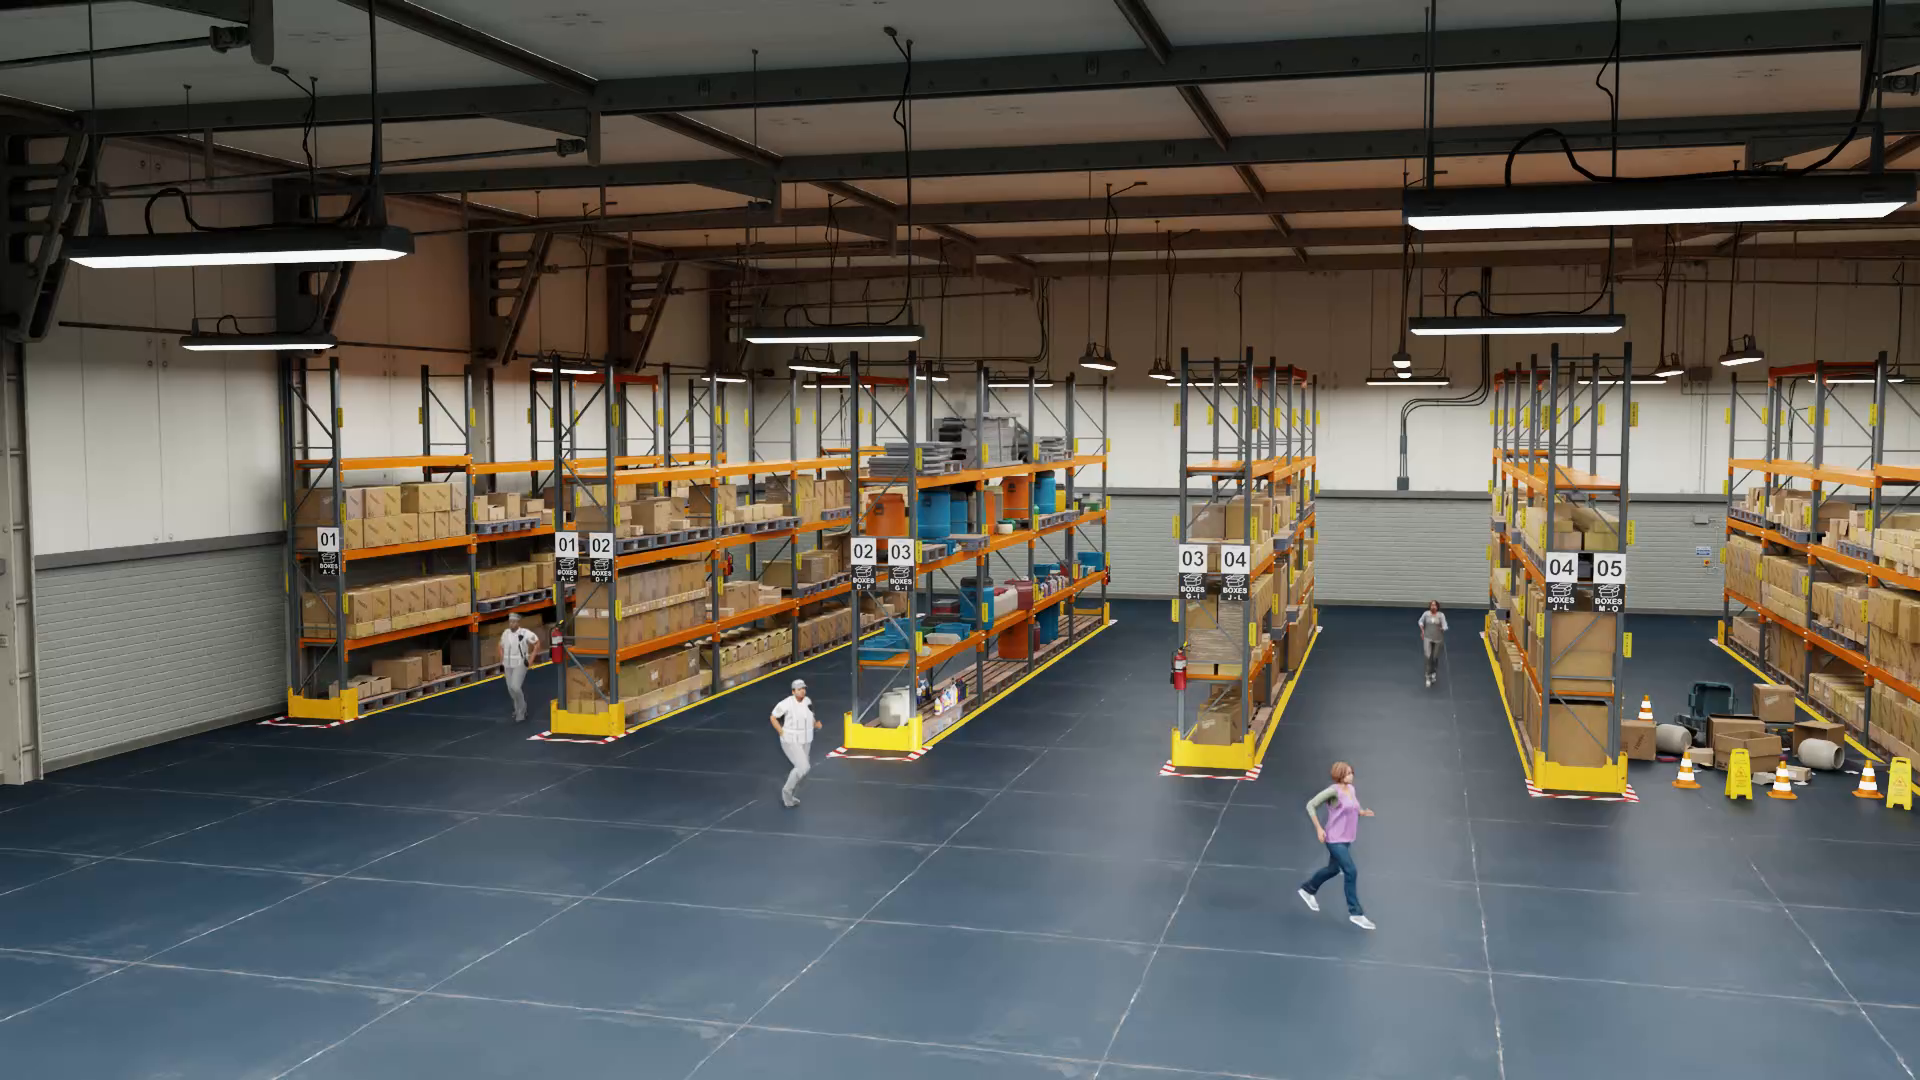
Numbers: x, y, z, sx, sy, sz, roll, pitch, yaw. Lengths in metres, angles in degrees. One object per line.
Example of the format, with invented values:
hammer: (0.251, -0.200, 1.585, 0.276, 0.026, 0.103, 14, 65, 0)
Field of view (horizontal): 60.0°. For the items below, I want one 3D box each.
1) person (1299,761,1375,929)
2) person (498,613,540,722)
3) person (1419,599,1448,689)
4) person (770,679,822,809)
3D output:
person: (3.727, 2.968, 16.424, 0.877, 1.597, 0.526, 4, 6, 41)
person: (-7.371, 2.116, 27.595, 0.657, 1.845, 0.674, 1, 4, 17)
person: (8.835, 1.916, 31.049, 0.529, 1.631, 0.794, 1, 4, 15)
person: (-2.059, 2.617, 21.395, 0.636, 1.664, 0.580, 4, 6, 41)
